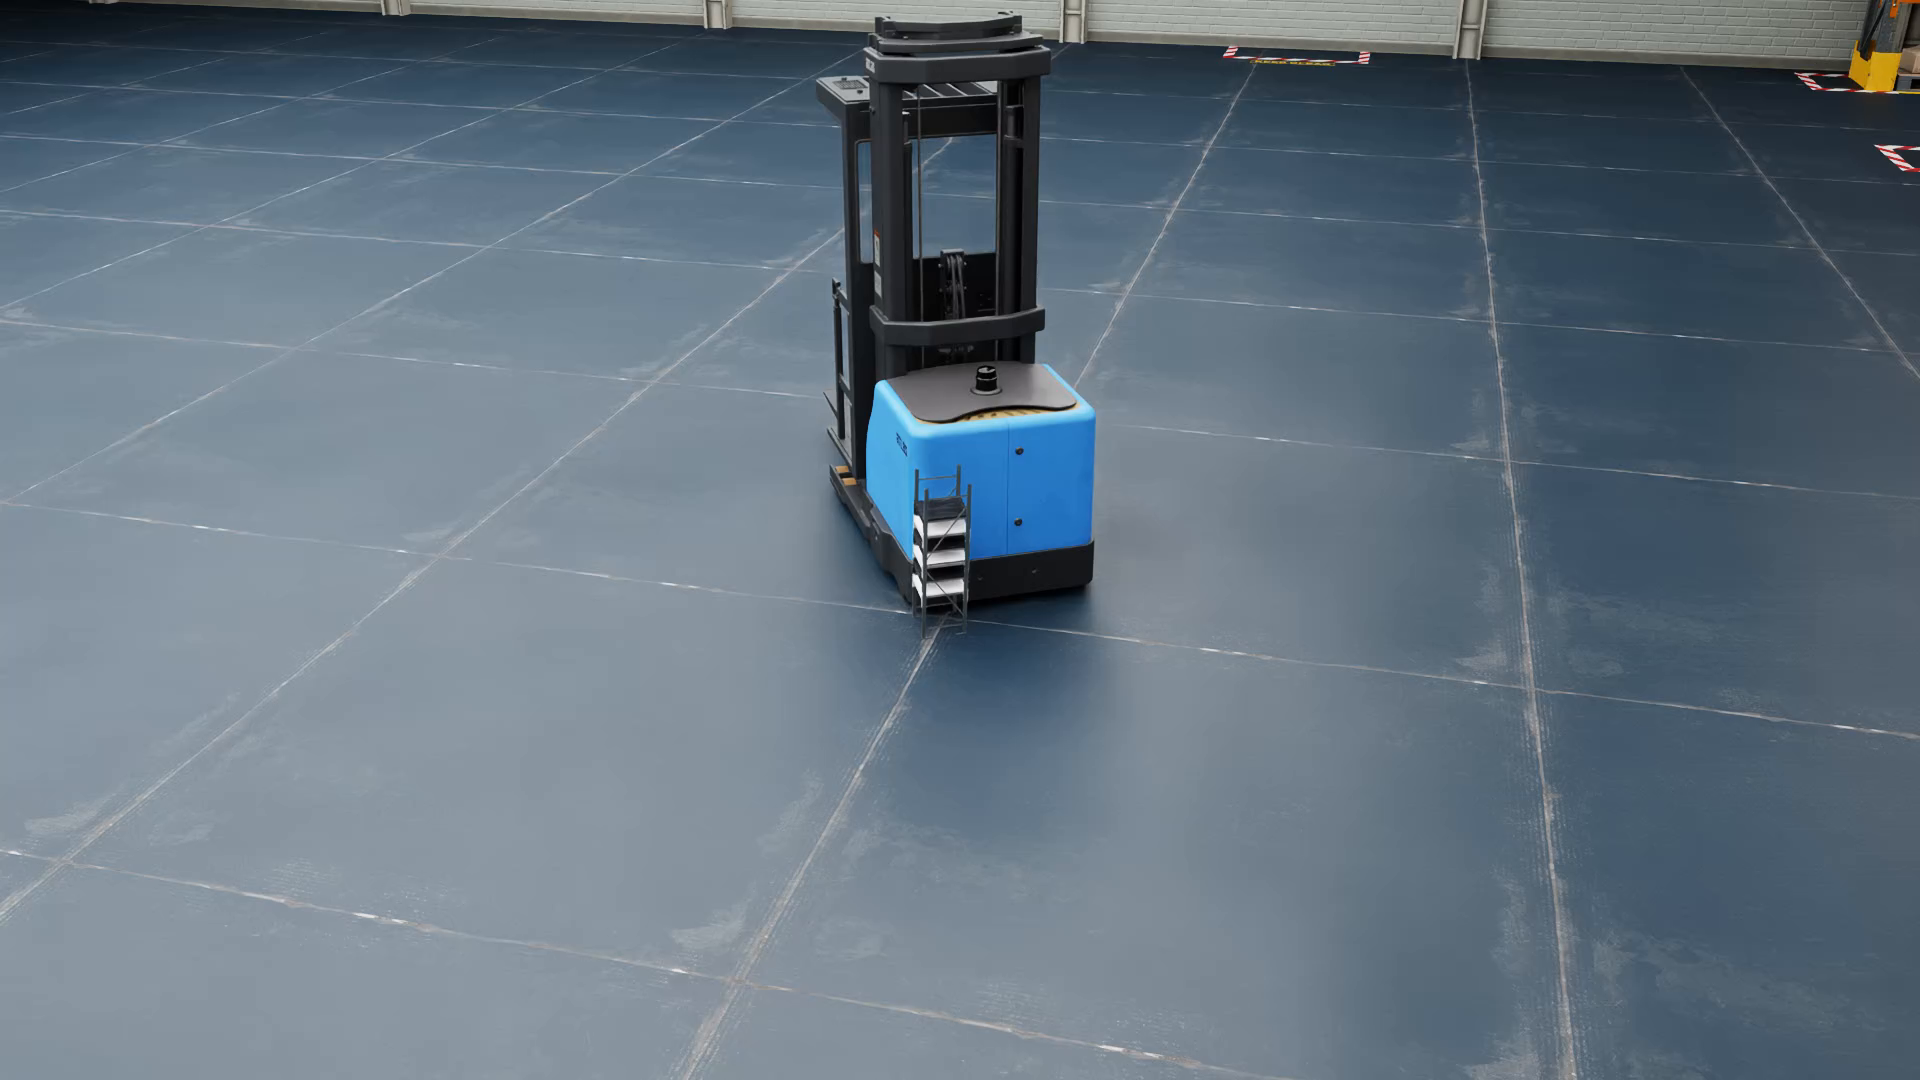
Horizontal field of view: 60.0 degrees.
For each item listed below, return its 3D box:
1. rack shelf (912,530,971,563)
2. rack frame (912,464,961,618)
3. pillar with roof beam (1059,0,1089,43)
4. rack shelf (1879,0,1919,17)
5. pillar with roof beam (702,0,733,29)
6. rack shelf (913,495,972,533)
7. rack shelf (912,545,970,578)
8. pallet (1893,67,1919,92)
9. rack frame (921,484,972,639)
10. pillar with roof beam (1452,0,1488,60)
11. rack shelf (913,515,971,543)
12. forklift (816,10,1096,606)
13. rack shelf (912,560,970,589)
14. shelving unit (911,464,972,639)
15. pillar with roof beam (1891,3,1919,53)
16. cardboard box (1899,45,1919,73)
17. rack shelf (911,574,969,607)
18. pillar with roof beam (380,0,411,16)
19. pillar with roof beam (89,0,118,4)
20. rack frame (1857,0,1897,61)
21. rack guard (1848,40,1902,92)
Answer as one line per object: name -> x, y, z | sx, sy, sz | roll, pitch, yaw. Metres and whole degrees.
rack shelf -> -0.096, 0.019, 8.510 | 0.258, 0.077, 0.200 | -7, 33, -13
rack frame -> -0.124, 0.015, 8.622 | 0.240, 0.900, 0.006 | -7, 33, -13
pillar with roof beam -> 0.723, -10.165, 20.633 | 0.400, 9.000, 9.100 | 6, 26, 13
rack shelf -> 14.461, -7.140, 22.094 | 4.000, 0.370, 1.077 | 6, 26, 13
pillar with roof beam -> -5.088, -10.807, 21.982 | 0.400, 9.000, 9.100 | 6, 26, 13
rack shelf -> -0.091, -0.134, 8.415 | 0.258, 0.077, 0.200 | -7, 33, -13
rack shelf -> -0.098, 0.096, 8.557 | 0.258, 0.077, 0.200 | -7, 33, -13
pallet -> 13.375, -6.310, 22.758 | 1.213, 0.211, 1.003 | 6, 26, 13
rack frame -> -0.071, 0.120, 8.456 | 0.240, 0.900, 0.006 | -7, 33, -13
pillar with roof beam -> 6.534, -9.523, 19.283 | 0.400, 9.000, 9.100 | 6, 26, 13
rack shelf -> -0.093, -0.057, 8.462 | 0.258, 0.077, 0.200 | -7, 33, -13
forklift -> -0.179, -1.582, 9.662 | 1.130, 2.935, 3.031 | -7, 26, -15
rack shelf -> -0.101, 0.172, 8.604 | 0.258, 0.077, 0.200 | -7, 33, -13
shelving unit -> -0.098, 0.068, 8.539 | 0.258, 0.900, 0.210 | -7, 33, -13
pillar with roof beam -> 12.345, -8.880, 17.934 | 0.400, 9.000, 9.100 | 6, 26, 13
cardboard box -> 13.172, -6.552, 22.638 | 0.500, 0.311, 0.500 | 3, 26, 7
rack shelf -> -0.104, 0.249, 8.651 | 0.258, 0.077, 0.200 | -7, 33, -13
pillar with roof beam -> -10.899, -11.450, 23.331 | 0.400, 9.000, 9.100 | 6, 26, 13
pillar with roof beam -> -16.710, -12.092, 24.680 | 0.400, 9.000, 9.100 | 6, 26, 13
rack frame -> 12.524, -7.679, 22.389 | 0.127, 3.000, 1.000 | 6, 26, 13
rack guard -> 12.597, -6.542, 22.909 | 0.348, 0.500, 1.175 | 6, 26, 13
